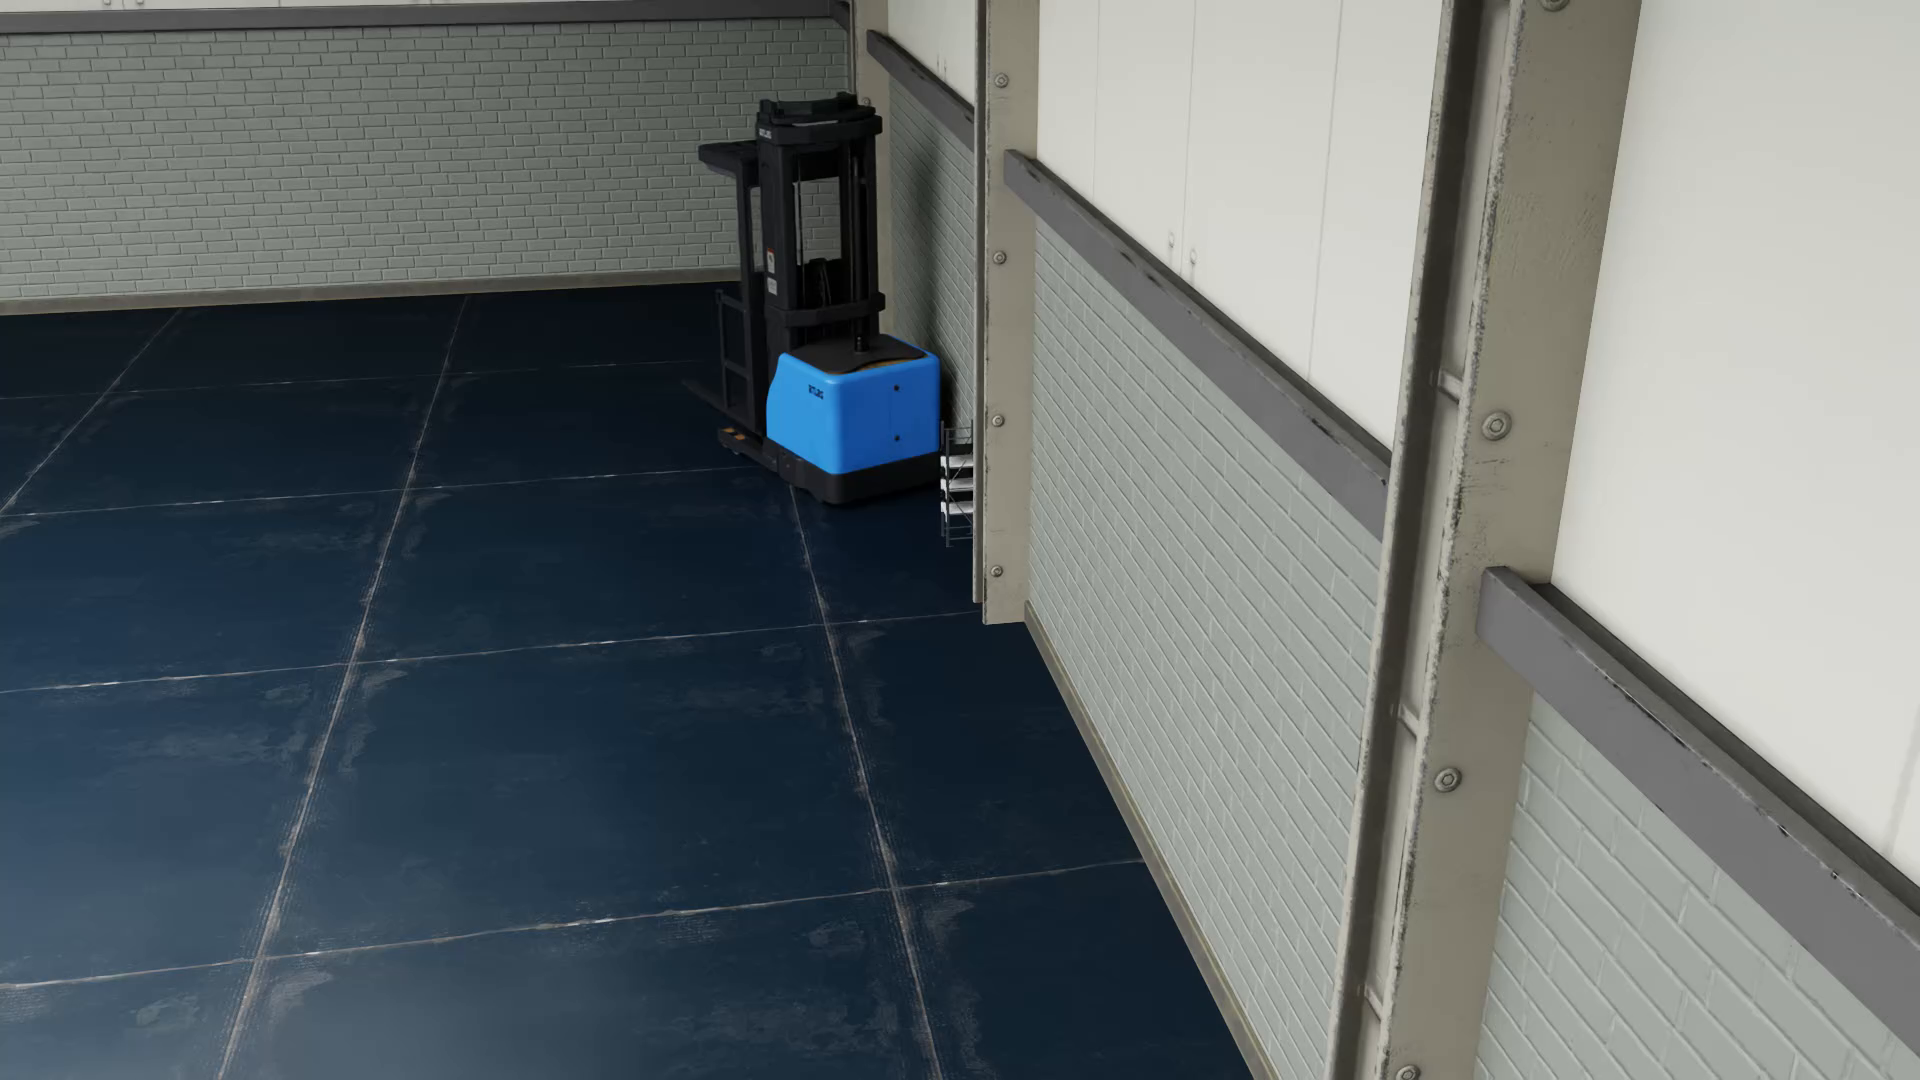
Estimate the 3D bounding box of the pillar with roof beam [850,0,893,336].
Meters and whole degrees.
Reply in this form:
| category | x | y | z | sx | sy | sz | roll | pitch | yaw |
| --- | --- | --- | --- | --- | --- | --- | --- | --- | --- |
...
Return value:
| category | x | y | z | sx | sy | sz | roll | pitch | yaw |
| --- | --- | --- | --- | --- | --- | --- | --- | --- | --- |
| pillar with roof beam | -5.066 | -5.696 | 14.049 | 9.100 | 9.000 | 0.400 | -4 | 24 | -10 |

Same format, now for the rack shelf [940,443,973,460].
| category | x | y | z | sx | sy | sz | roll | pitch | yaw |
| --- | --- | --- | --- | --- | --- | --- | --- | --- | --- |
| rack shelf | 0.001 | -0.626 | 11.968 | 0.258 | 0.077 | 0.200 | -4 | 24 | -10 |

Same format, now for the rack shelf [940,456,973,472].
| category | x | y | z | sx | sy | sz | roll | pitch | yaw |
| --- | --- | --- | --- | --- | --- | --- | --- | --- | --- |
| rack shelf | 0.001 | -0.544 | 12.004 | 0.258 | 0.077 | 0.200 | -4 | 24 | -10 |

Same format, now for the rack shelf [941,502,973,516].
| category | x | y | z | sx | sy | sz | roll | pitch | yaw |
| --- | --- | --- | --- | --- | --- | --- | --- | --- | --- |
| rack shelf | 0.002 | -0.214 | 12.148 | 0.258 | 0.077 | 0.200 | -4 | 24 | -10 |

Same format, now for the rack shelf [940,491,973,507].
| category | x | y | z | sx | sy | sz | roll | pitch | yaw |
| --- | --- | --- | --- | --- | --- | --- | --- | --- | --- |
| rack shelf | 0.002 | -0.296 | 12.112 | 0.258 | 0.077 | 0.200 | -4 | 24 | -10 |

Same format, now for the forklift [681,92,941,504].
| category | x | y | z | sx | sy | sz | roll | pitch | yaw |
| --- | --- | --- | --- | --- | --- | --- | --- | --- | --- |
| forklift | -1.385 | -2.152 | 13.515 | 1.130 | 2.935 | 3.031 | -15 | 28 | -31 |

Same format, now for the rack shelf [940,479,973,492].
| category | x | y | z | sx | sy | sz | roll | pitch | yaw |
| --- | --- | --- | --- | --- | --- | --- | --- | --- | --- |
| rack shelf | 0.002 | -0.379 | 12.076 | 0.258 | 0.077 | 0.200 | -4 | 24 | -10 |

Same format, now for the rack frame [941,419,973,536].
| category | x | y | z | sx | sy | sz | roll | pitch | yaw |
| --- | --- | --- | --- | --- | --- | --- | --- | --- | --- |
| rack frame | -0.017 | -0.449 | 12.154 | 0.240 | 0.900 | 0.006 | -4 | 24 | -10 |

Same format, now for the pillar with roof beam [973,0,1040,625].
| category | x | y | z | sx | sy | sz | roll | pitch | yaw |
| --- | --- | --- | --- | --- | --- | --- | --- | --- | --- |
| pillar with roof beam | -3.956 | -3.336 | 8.645 | 9.100 | 9.000 | 0.400 | -4 | 24 | -10 |

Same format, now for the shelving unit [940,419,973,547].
| category | x | y | z | sx | sy | sz | roll | pitch | yaw |
| --- | --- | --- | --- | --- | --- | --- | --- | --- | --- |
| shelving unit | 0.001 | -0.409 | 12.063 | 0.258 | 0.900 | 0.210 | -4 | 24 | -10 |

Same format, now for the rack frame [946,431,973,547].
| category | x | y | z | sx | sy | sz | roll | pitch | yaw |
| --- | --- | --- | --- | --- | --- | --- | --- | --- | --- |
| rack frame | 0.020 | -0.369 | 11.971 | 0.240 | 0.900 | 0.006 | -4 | 24 | -10 |

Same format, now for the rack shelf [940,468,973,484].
| category | x | y | z | sx | sy | sz | roll | pitch | yaw |
| --- | --- | --- | --- | --- | --- | --- | --- | --- | --- |
| rack shelf | 0.001 | -0.461 | 12.040 | 0.258 | 0.077 | 0.200 | -4 | 24 | -10 |
